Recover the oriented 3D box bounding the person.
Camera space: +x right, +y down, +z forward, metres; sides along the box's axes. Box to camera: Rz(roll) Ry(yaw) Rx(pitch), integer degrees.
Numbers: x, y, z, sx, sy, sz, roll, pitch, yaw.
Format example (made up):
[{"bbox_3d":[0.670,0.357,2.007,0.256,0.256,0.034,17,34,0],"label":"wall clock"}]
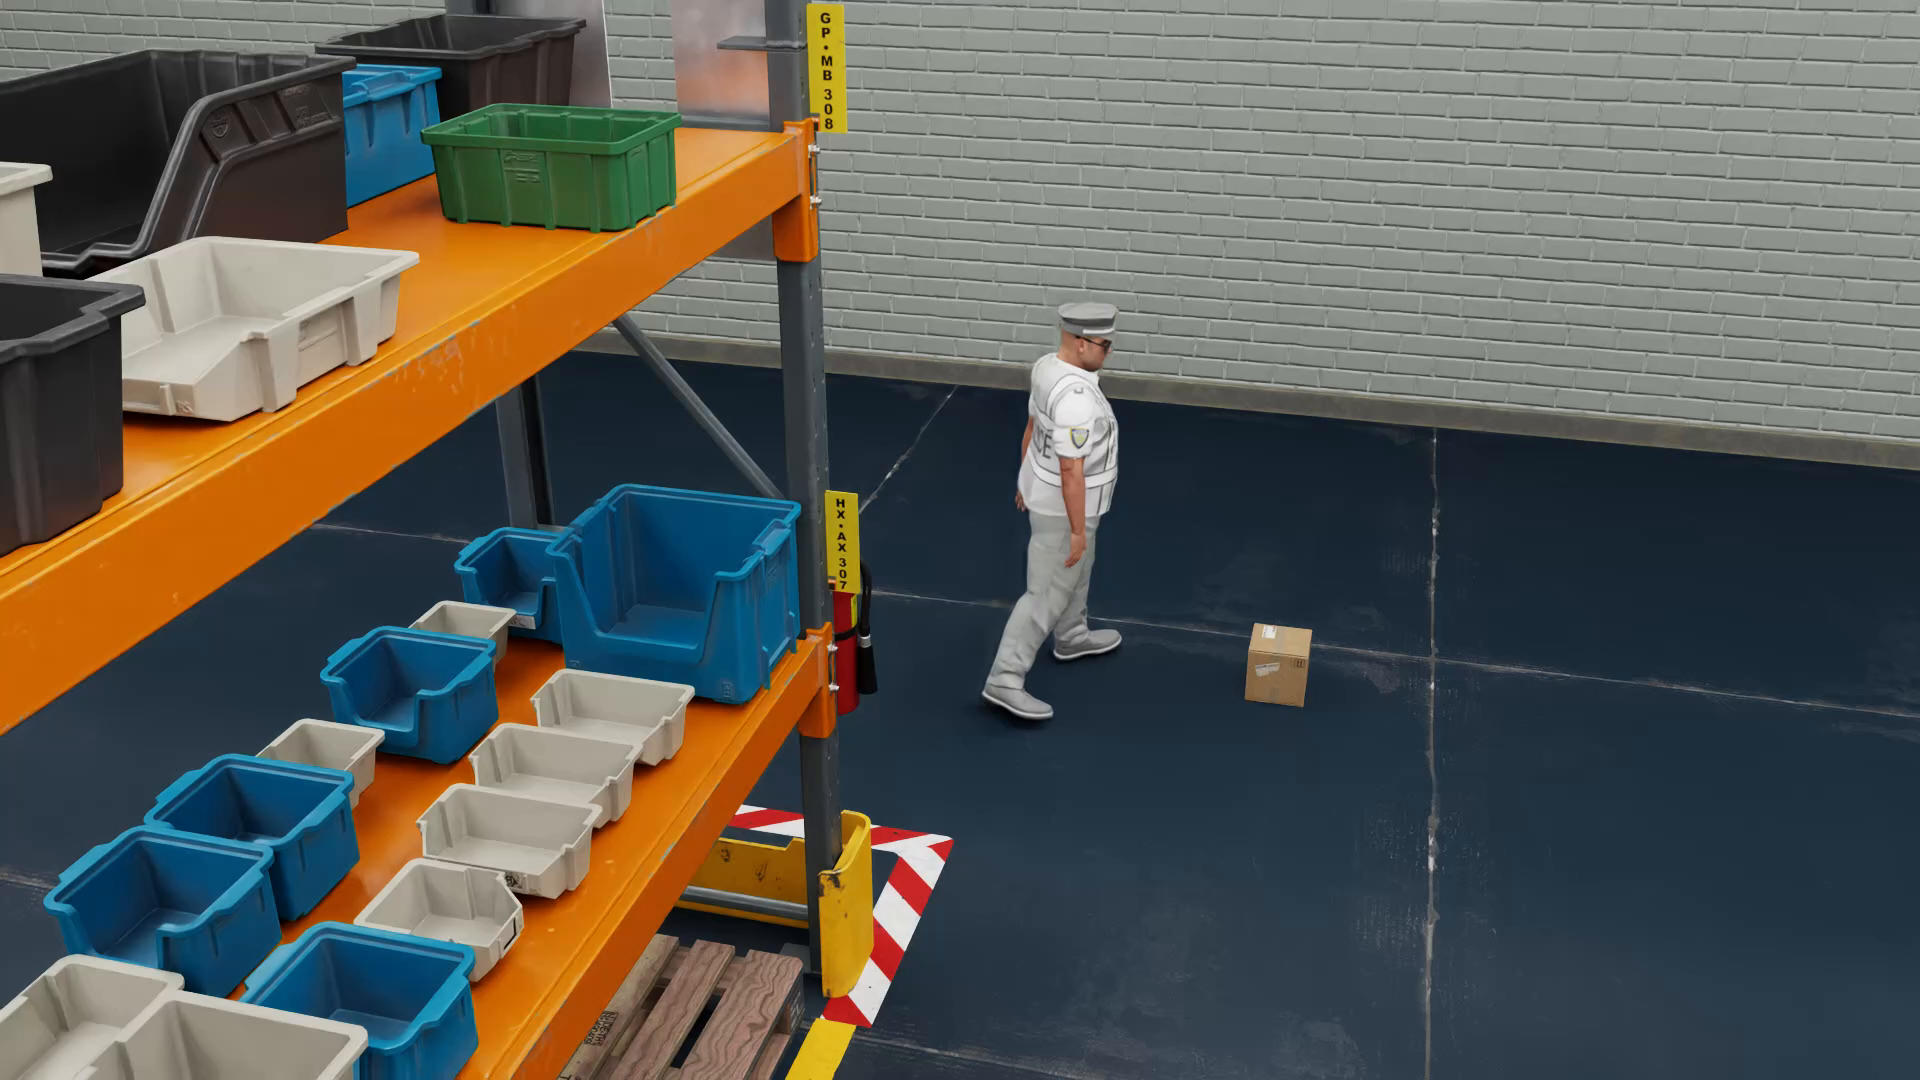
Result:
[{"bbox_3d":[0.423,-0.153,6.924,0.705,1.723,0.701,-3,25,-7],"label":"person"}]
